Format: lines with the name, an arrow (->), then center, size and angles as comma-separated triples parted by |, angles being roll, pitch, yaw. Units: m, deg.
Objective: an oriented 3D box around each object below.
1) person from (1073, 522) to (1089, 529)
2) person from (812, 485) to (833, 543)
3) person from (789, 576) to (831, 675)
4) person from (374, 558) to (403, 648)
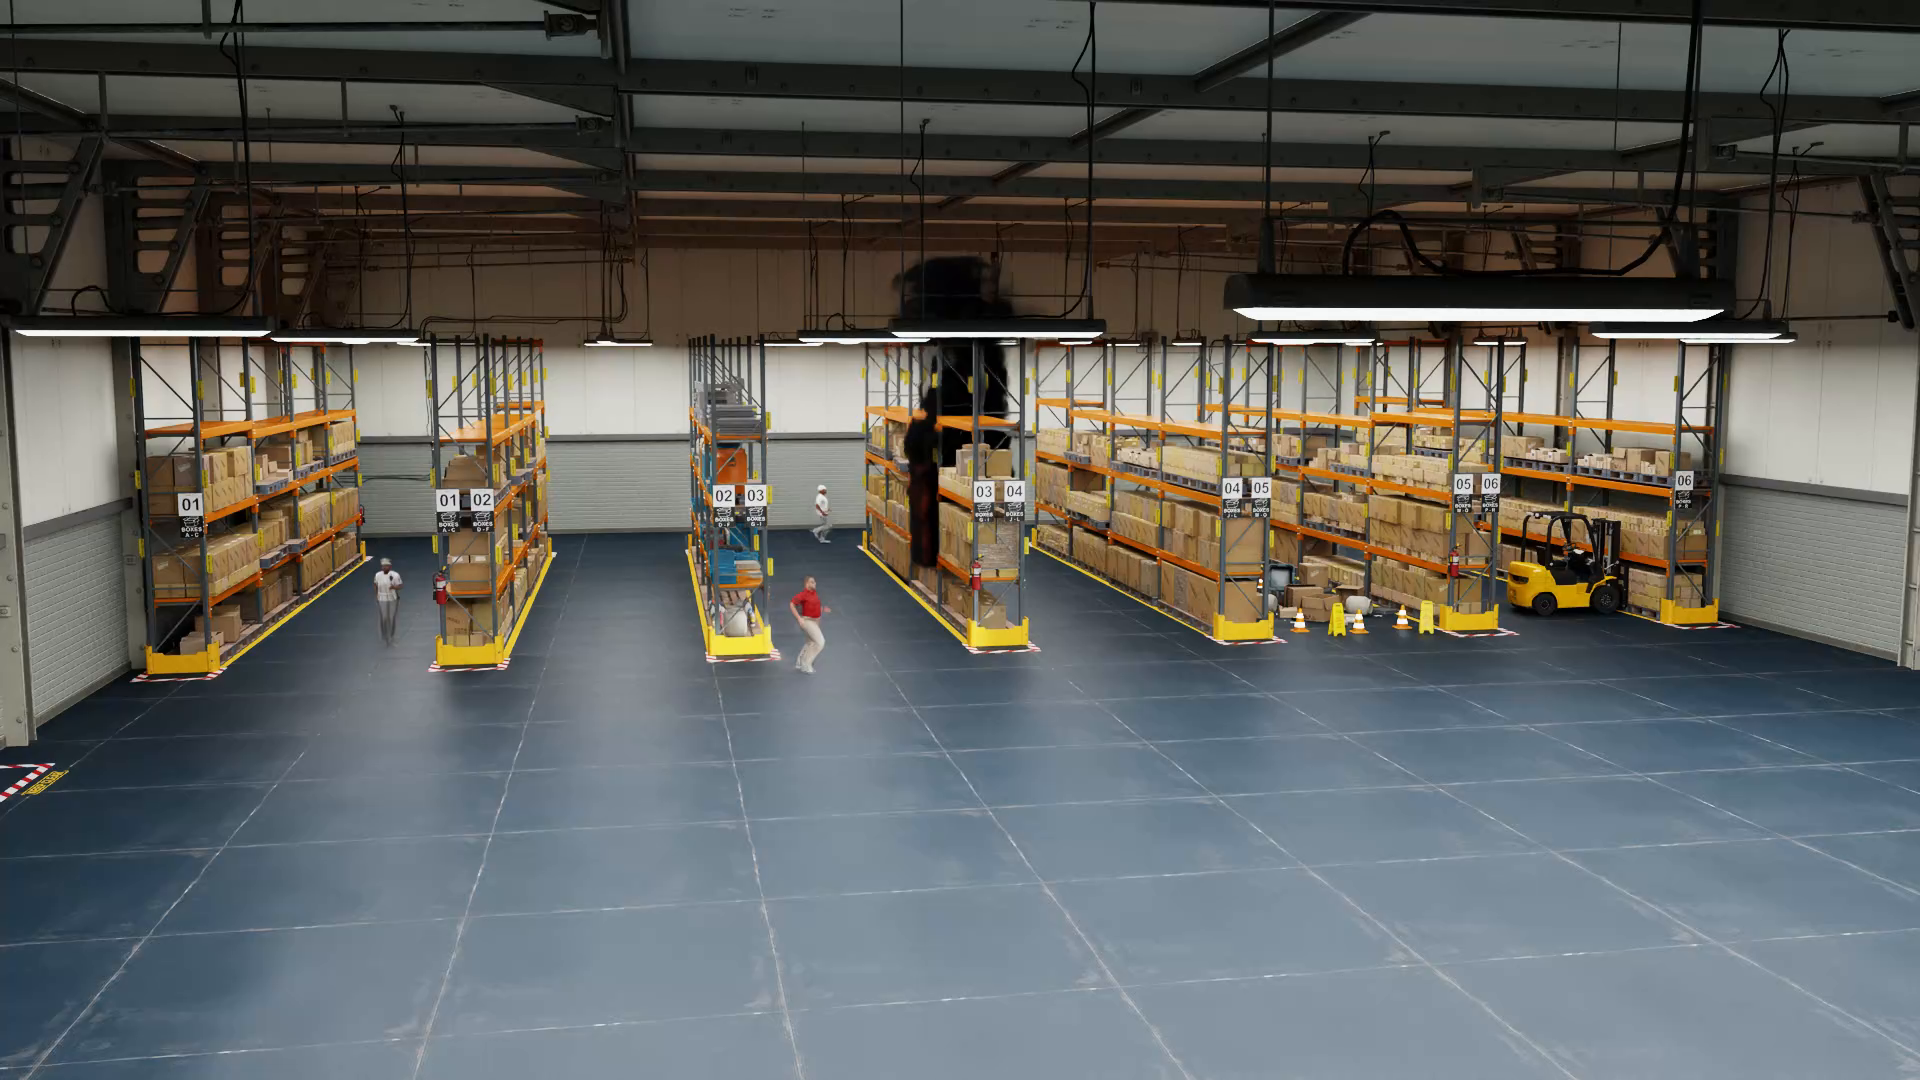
person -> 3.659, -0.833, 50.217 | 0.828, 1.692, 0.582 | -1, 7, -5
person -> -4.050, -0.797, 49.235 | 0.536, 1.657, 0.701 | 0, 7, -1
person -> -2.613, 1.514, 29.418 | 0.694, 1.740, 0.641 | 2, 7, 17
person -> -11.058, 1.215, 32.224 | 0.546, 1.766, 0.756 | -2, 7, -16
